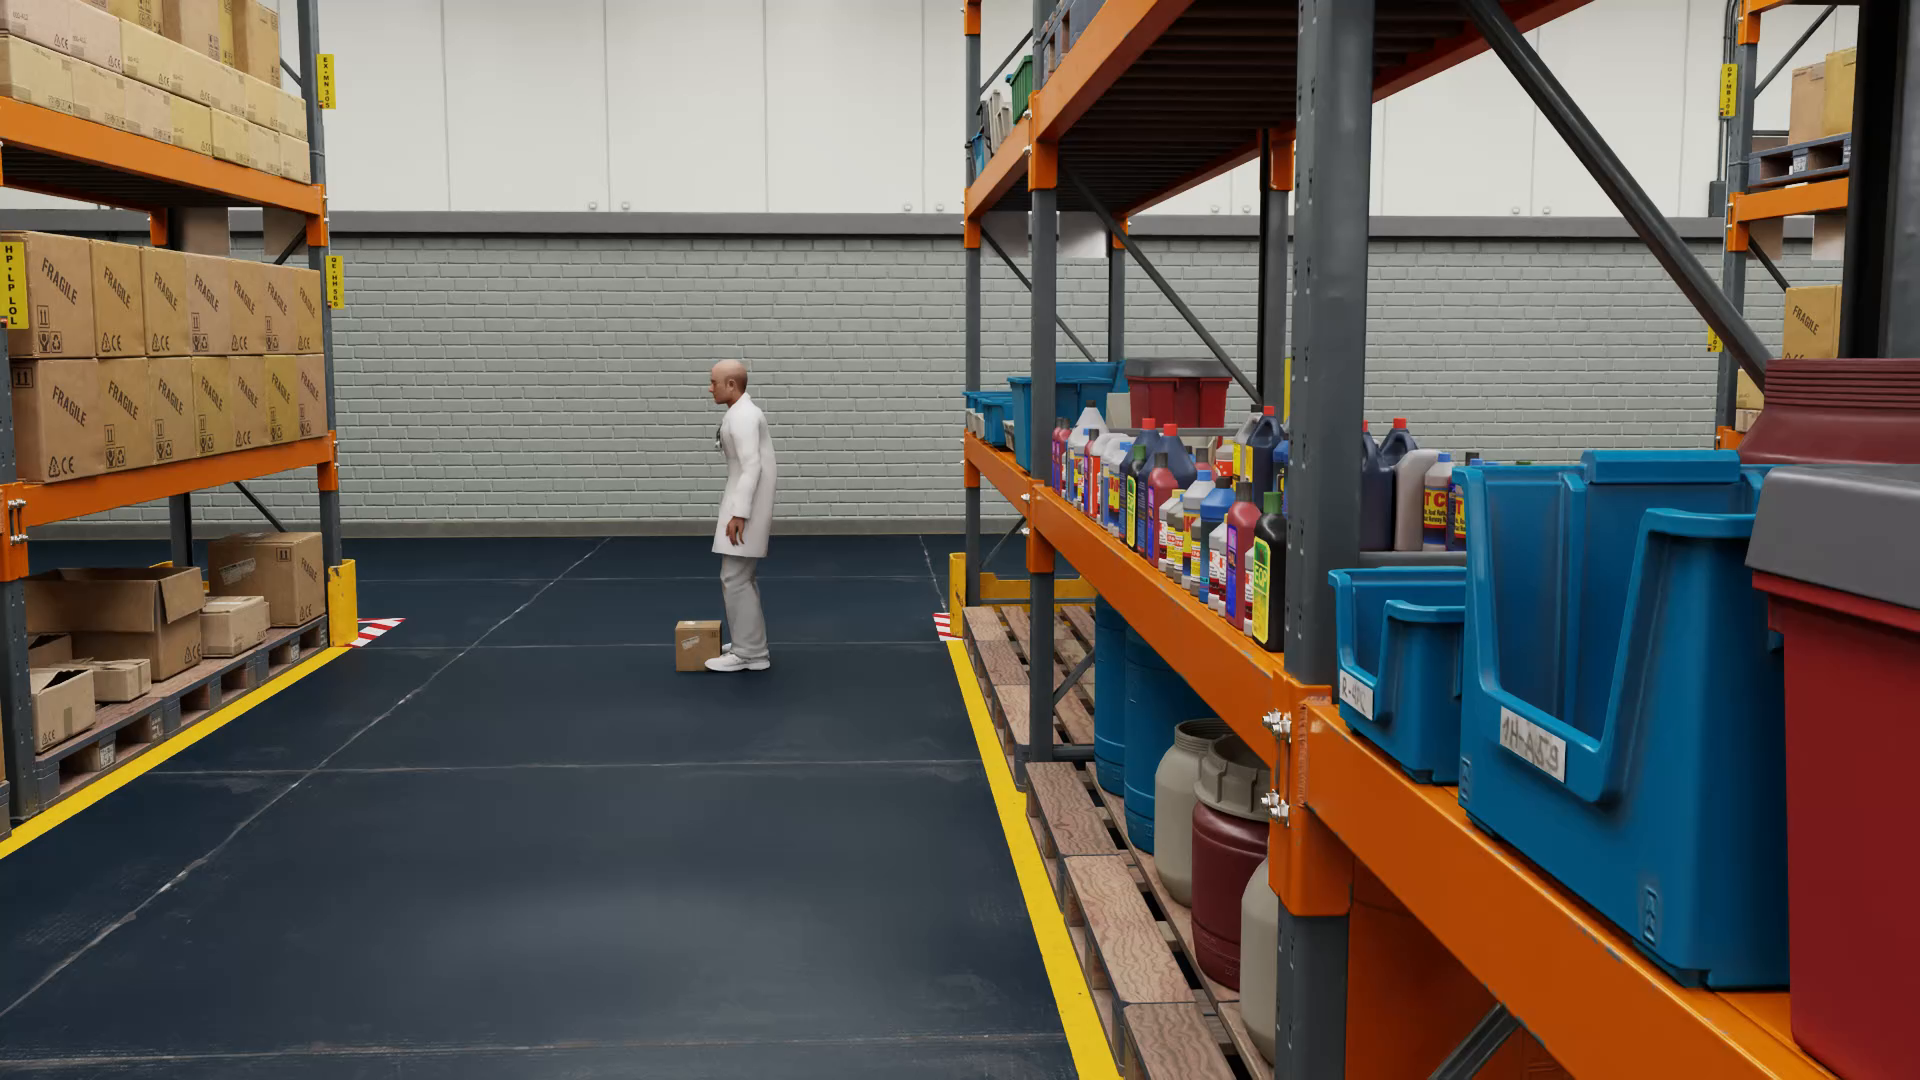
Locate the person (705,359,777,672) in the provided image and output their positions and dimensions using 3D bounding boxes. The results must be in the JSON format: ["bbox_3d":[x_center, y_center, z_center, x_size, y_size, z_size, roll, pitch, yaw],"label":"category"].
[{"bbox_3d":[-1.263,-0.146,9.548,0.428,1.773,0.651,-1,7,-7],"label":"person"}]
